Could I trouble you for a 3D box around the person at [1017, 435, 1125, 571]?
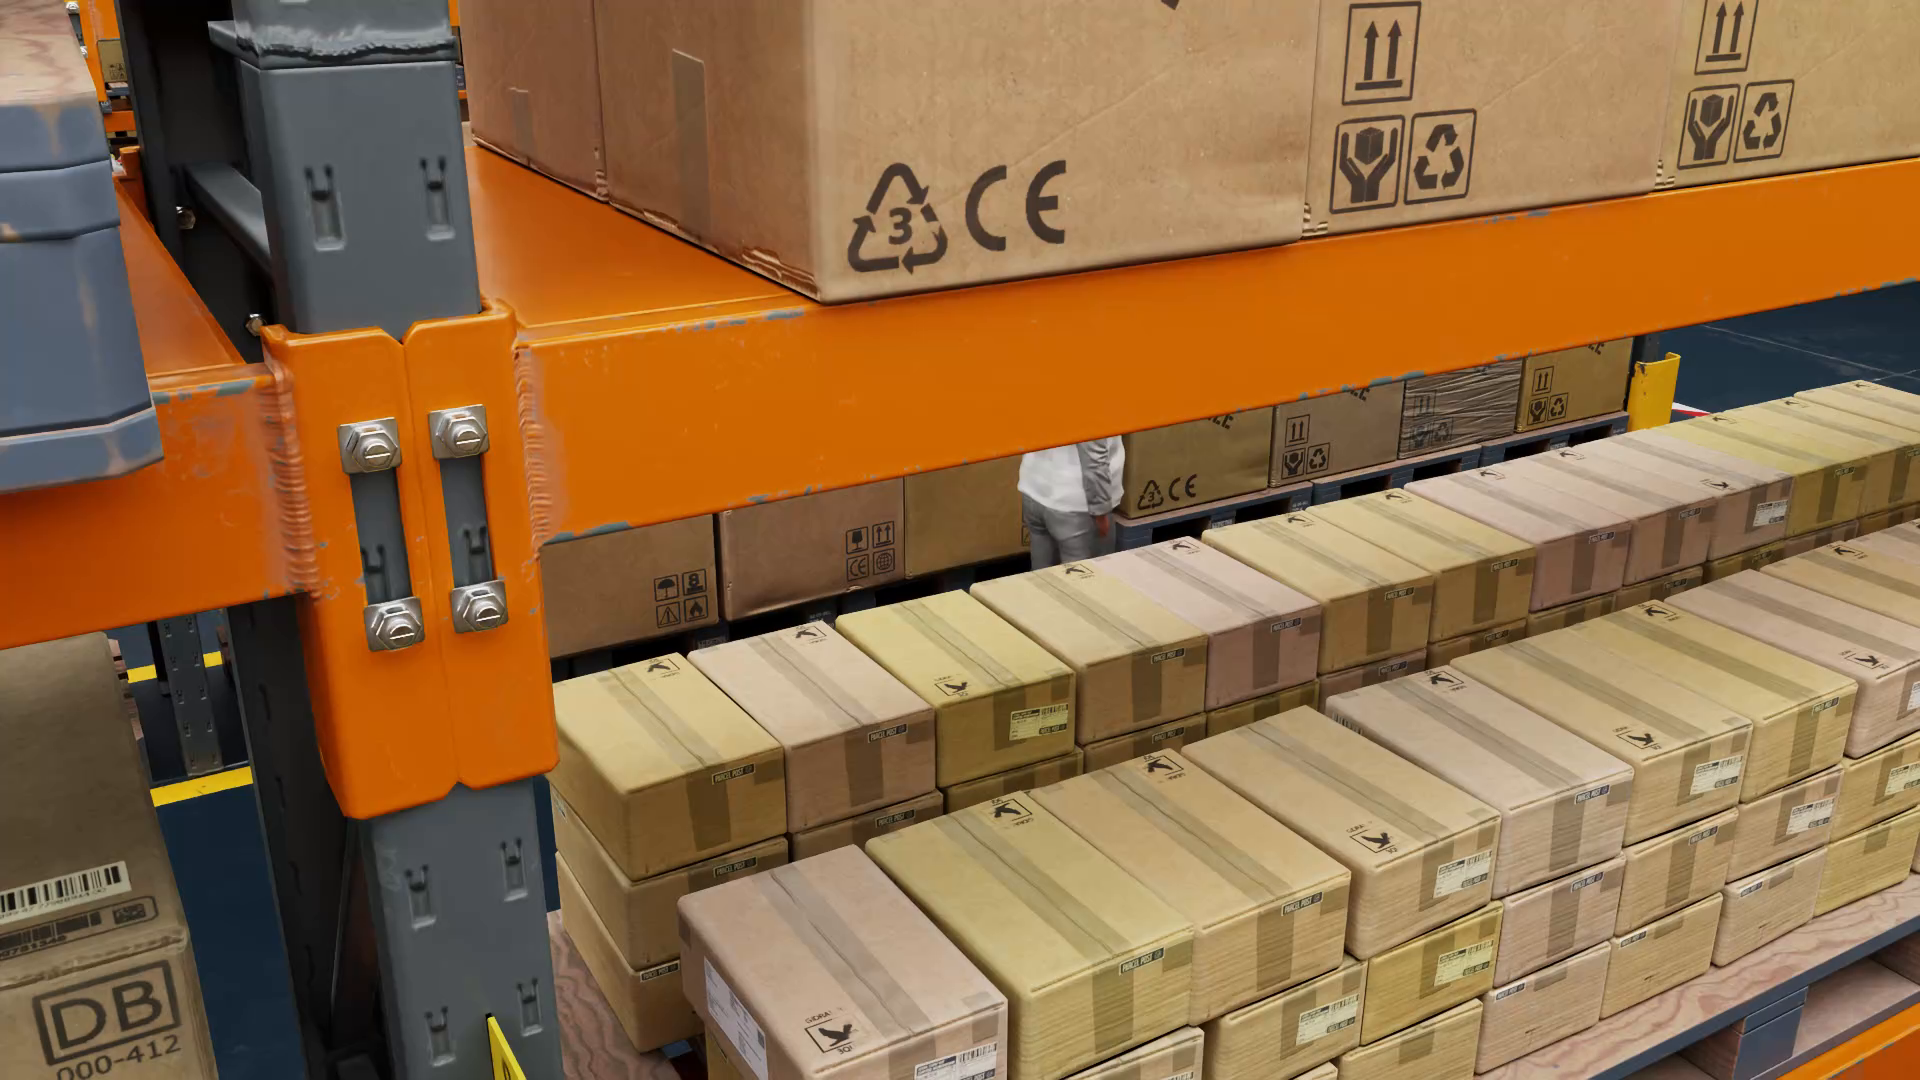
[{"bbox_3d":[0.424,-0.161,6.460,0.358,1.772,0.533,-12,25,-27],"label":"person"}]
